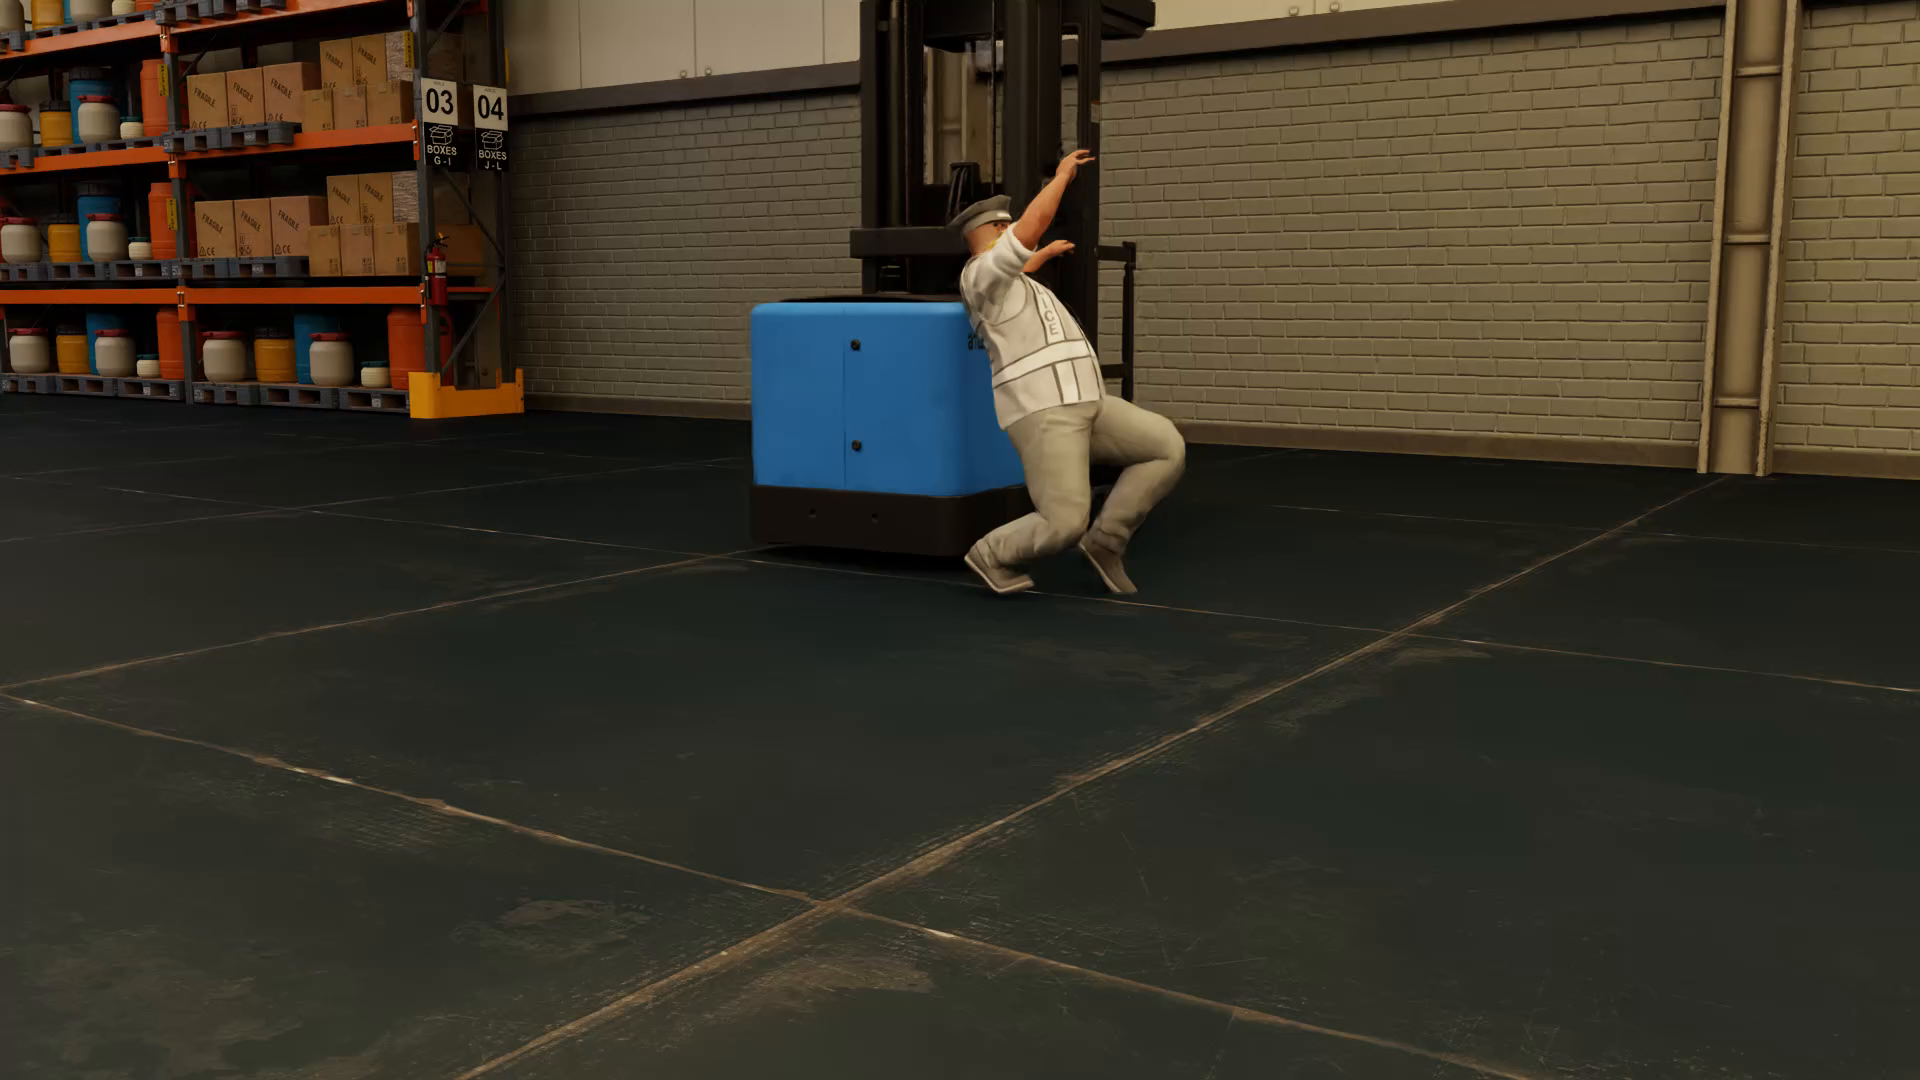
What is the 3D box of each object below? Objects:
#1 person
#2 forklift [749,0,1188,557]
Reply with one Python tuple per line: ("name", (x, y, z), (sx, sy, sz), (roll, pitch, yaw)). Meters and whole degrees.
("person", (0.444, -0.597, 6.243), (0.870, 1.652, 1.120), (3, 9, 23))
("forklift", (0.251, -1.530, 7.955), (1.130, 2.935, 3.031), (4, 9, 28))
